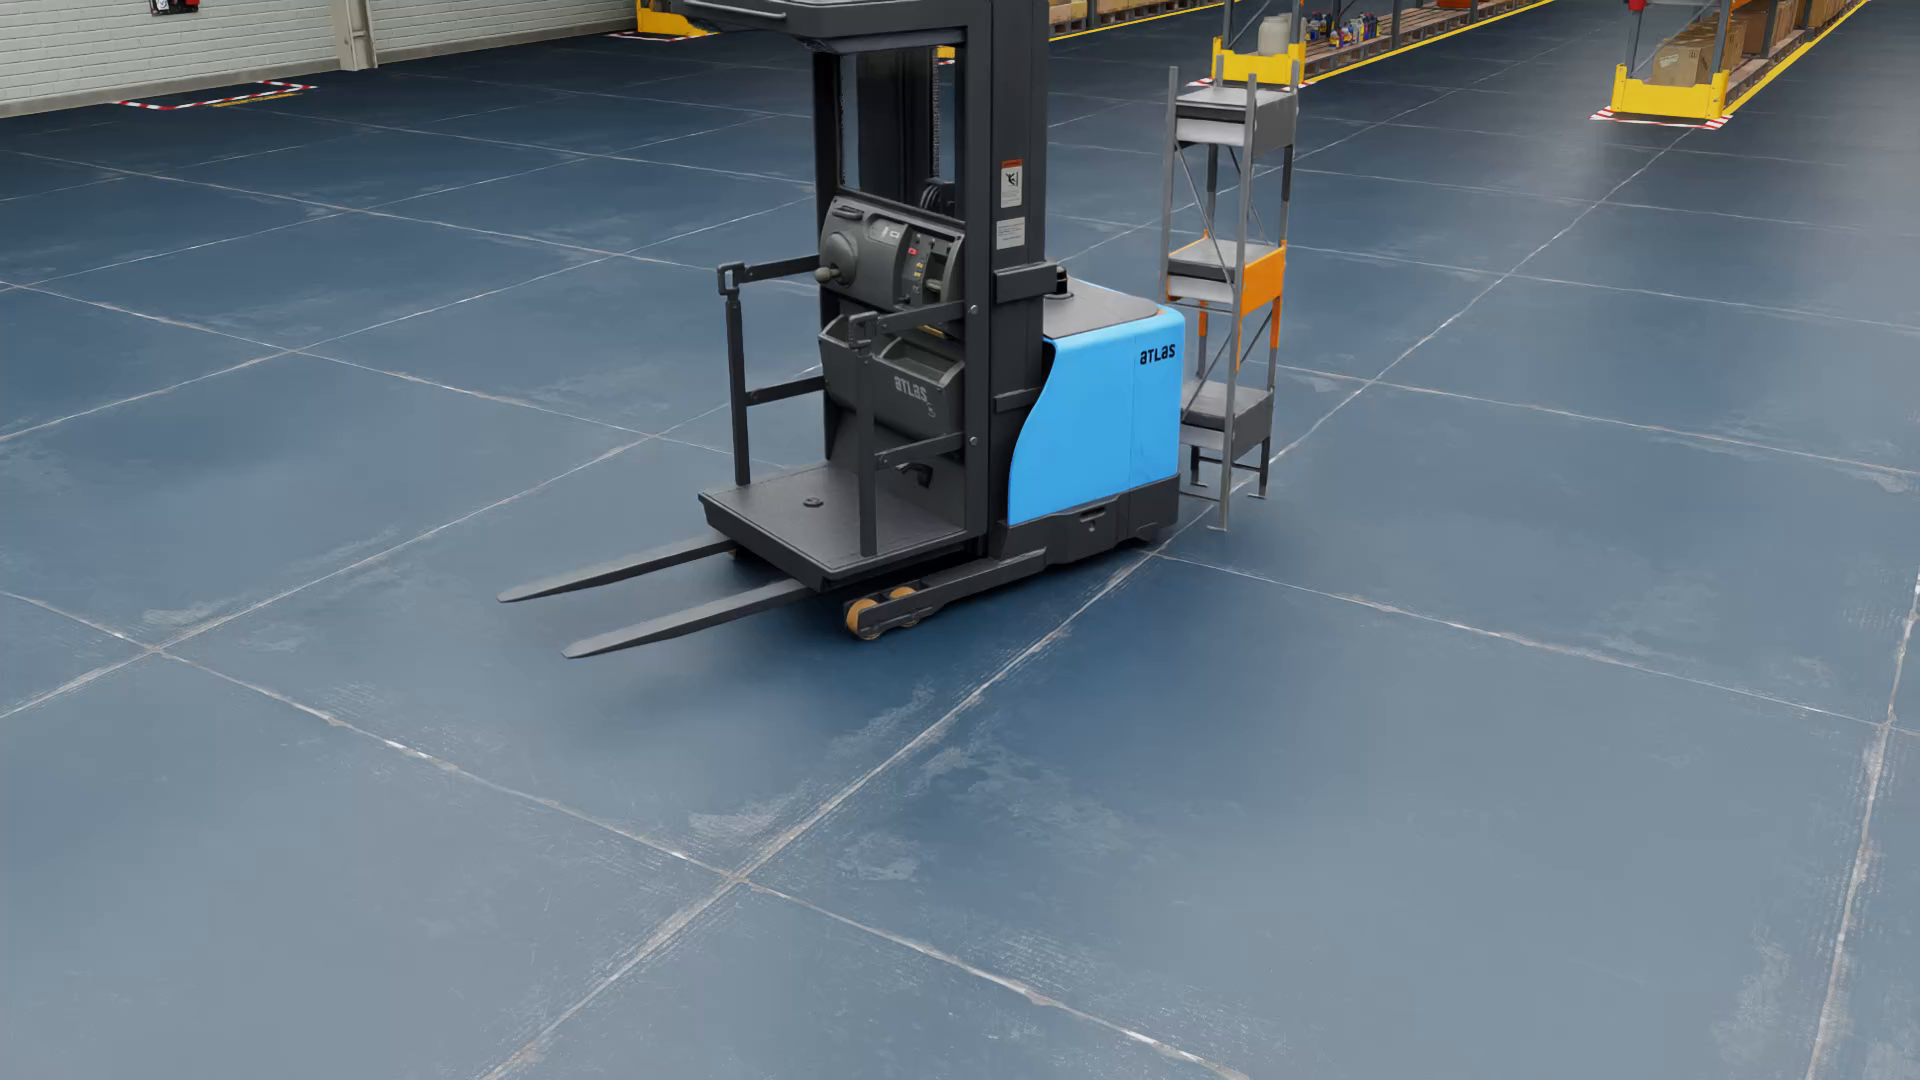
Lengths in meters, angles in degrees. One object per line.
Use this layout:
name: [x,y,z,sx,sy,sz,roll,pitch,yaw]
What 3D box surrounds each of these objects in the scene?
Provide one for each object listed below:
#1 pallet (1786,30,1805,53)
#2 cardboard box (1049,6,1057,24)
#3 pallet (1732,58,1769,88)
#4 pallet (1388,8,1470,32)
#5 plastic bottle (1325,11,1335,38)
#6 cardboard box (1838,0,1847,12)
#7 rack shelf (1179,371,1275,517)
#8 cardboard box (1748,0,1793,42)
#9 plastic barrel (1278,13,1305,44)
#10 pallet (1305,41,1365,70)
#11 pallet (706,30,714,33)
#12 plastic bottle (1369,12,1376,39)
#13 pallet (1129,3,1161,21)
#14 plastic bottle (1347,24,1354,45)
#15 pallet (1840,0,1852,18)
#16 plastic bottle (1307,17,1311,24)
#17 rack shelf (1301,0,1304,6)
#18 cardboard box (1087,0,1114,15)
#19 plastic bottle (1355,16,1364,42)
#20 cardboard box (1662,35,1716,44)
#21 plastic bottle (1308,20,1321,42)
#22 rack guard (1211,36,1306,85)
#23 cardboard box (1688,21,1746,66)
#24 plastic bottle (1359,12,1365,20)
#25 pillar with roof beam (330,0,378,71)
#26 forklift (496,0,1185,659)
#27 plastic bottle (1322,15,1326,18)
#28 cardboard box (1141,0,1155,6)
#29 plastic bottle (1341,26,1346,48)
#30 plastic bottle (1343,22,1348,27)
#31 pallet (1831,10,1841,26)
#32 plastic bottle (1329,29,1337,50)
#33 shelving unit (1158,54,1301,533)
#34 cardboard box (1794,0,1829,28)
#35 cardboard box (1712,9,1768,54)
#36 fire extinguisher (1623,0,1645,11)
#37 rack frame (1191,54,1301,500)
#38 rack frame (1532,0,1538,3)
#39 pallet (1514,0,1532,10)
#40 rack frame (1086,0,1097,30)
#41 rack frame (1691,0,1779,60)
pallet: [11.843,-7.395,24.565,1.003,0.211,1.213,14,27,29]
cardboard box: [1.150,-8.055,25.513,0.500,0.250,0.500,14,27,29]
pallet: [9.822,-6.074,21.515,1.003,0.211,1.213,14,27,29]
pallet: [7.607,-8.443,26.986,1.003,0.211,1.213,14,27,29]
plastic bottle: [5.283,-7.396,23.840,0.144,0.351,0.185,14,27,29]
cardboard box: [14.046,-9.285,27.569,1.225,0.875,0.875,14,27,29]
rack shelf: [1.210,-0.470,7.990,0.431,0.518,0.480,14,27,29]
cardboard box: [11.345,-7.379,23.613,0.700,0.500,0.500,16,28,33]
plastic barrel: [4.375,-6.734,22.132,0.421,0.512,0.421,0,23,0]
pallet: [4.906,-6.715,22.995,1.003,0.211,1.213,14,27,29]
pallet: [-4.090,-8.364,26.806,1.003,0.211,1.213,14,27,29]
plastic bottle: [5.844,-7.334,23.696,0.144,0.351,0.185,13,27,28]
pallet: [2.730,-9.055,28.402,1.003,0.211,1.213,14,27,29]
plastic bottle: [5.390,-6.990,23.001,0.097,0.271,0.097,0,23,0]
pallet: [14.834,-9.248,28.848,1.003,0.211,1.213,14,27,29]
plastic bottle: [4.938,-7.285,23.667,0.061,0.283,0.133,15,28,31]
rack shelf: [4.883,-7.620,22.483,1.077,0.370,4.000,14,27,29]
cardboard box: [2.155,-8.680,26.957,0.500,0.250,0.500,13,27,28]
plastic bottle: [5.572,-7.160,23.295,0.144,0.351,0.185,14,27,29]
cardboard box: [8.666,-5.699,19.757,0.500,0.500,0.500,-20,31,-39]
plastic bottle: [4.975,-7.162,23.394,0.152,0.276,0.135,14,27,29]
rack guard: [3.829,-6.164,21.359,1.175,0.500,0.348,14,27,29]
cardboard box: [9.606,-6.312,21.172,0.500,0.500,0.500,-18,29,-36]
plastic bottle: [5.721,-7.364,23.766,0.144,0.351,0.185,14,27,29]
pillar with roof beam: [-4.461,-9.595,18.587,9.100,9.000,0.400,14,27,29]
forklift: [-0.458,-1.173,6.770,3.031,2.935,1.130,-17,29,-34]
plastic bottle: [5.251,-7.447,24.051,0.152,0.276,0.135,15,28,31]
cardboard box: [2.966,-9.199,28.156,0.500,0.250,0.500,14,27,30]
plastic bottle: [5.230,-6.888,22.765,0.097,0.271,0.097,0,23,0]
plastic bottle: [5.392,-7.097,23.235,0.061,0.283,0.133,14,27,29]
pallet: [14.023,-8.732,27.655,1.003,0.211,1.213,14,27,29]
plastic bottle: [5.050,-6.772,22.498,0.097,0.271,0.097,0,23,0]
shelving unit: [1.210,-1.125,7.706,0.431,2.100,0.503,14,27,29]
cardboard box: [12.638,-8.384,25.487,1.225,0.875,0.875,12,26,27]
cardboard box: [10.488,-6.845,22.379,0.700,0.500,0.500,12,26,25]
fire extinguisher: [7.584,-6.260,18.532,0.296,0.674,0.183,14,27,29]
rack frame: [1.340,-1.207,7.896,0.400,2.100,0.015,14,27,29]
rack frame: [10.158,-11.326,30.136,1.000,3.000,0.127,14,27,29]
pallet: [9.716,-9.794,30.109,1.003,0.211,1.213,14,27,29]
rack frame: [1.732,-9.665,26.300,1.000,3.000,0.127,14,27,29]
rack frame: [10.146,-7.588,21.501,1.000,3.000,0.127,14,27,29]
